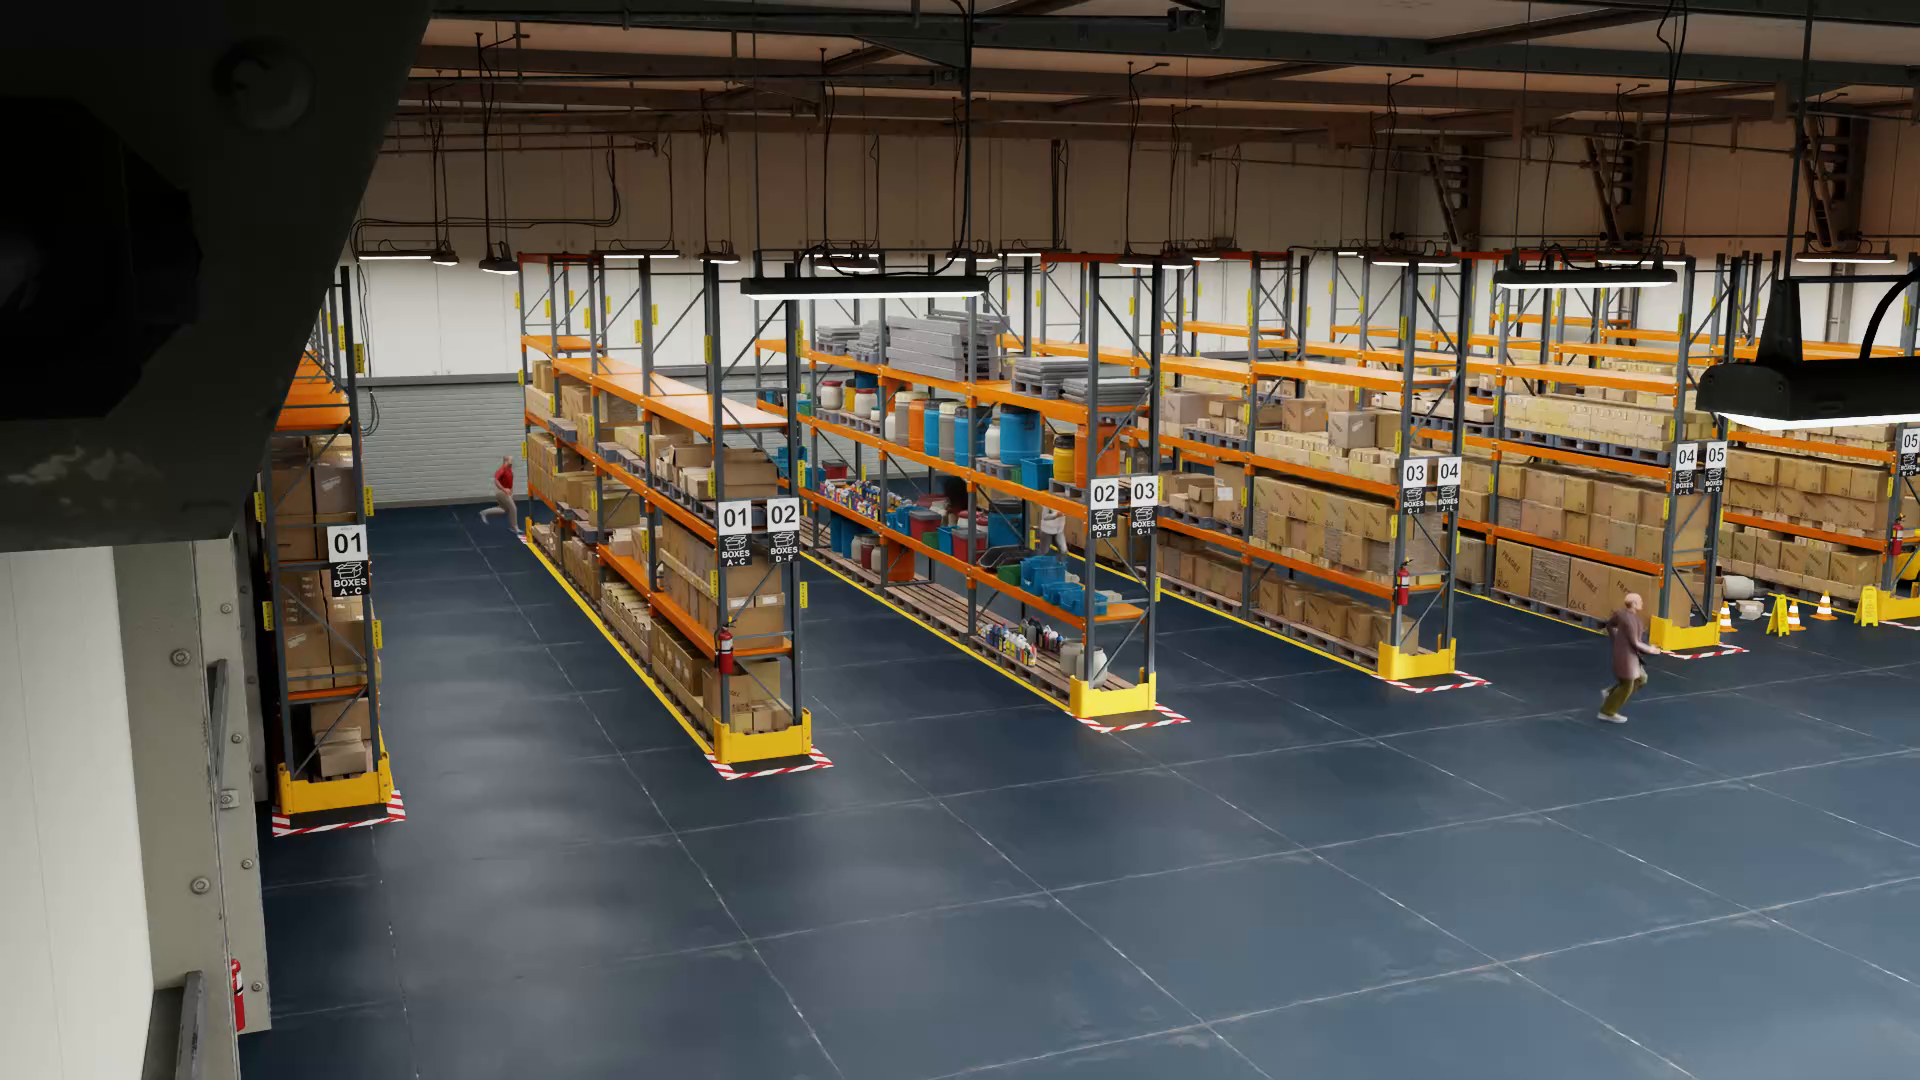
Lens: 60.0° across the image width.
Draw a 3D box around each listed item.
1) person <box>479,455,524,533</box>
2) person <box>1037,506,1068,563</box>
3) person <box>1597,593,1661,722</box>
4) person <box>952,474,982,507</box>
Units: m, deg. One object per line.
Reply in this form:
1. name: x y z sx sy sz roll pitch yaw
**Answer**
1. person: -9.864 -0.969 35.805 0.881 1.727 0.667 -1 10 -6
2. person: 1.635 -0.100 29.321 0.649 1.851 0.894 -6 12 -30
3. person: 8.787 1.539 21.803 0.715 1.733 0.690 2 11 12
4. person: 0.145 -0.940 35.625 0.570 1.670 0.908 -5 11 -25
